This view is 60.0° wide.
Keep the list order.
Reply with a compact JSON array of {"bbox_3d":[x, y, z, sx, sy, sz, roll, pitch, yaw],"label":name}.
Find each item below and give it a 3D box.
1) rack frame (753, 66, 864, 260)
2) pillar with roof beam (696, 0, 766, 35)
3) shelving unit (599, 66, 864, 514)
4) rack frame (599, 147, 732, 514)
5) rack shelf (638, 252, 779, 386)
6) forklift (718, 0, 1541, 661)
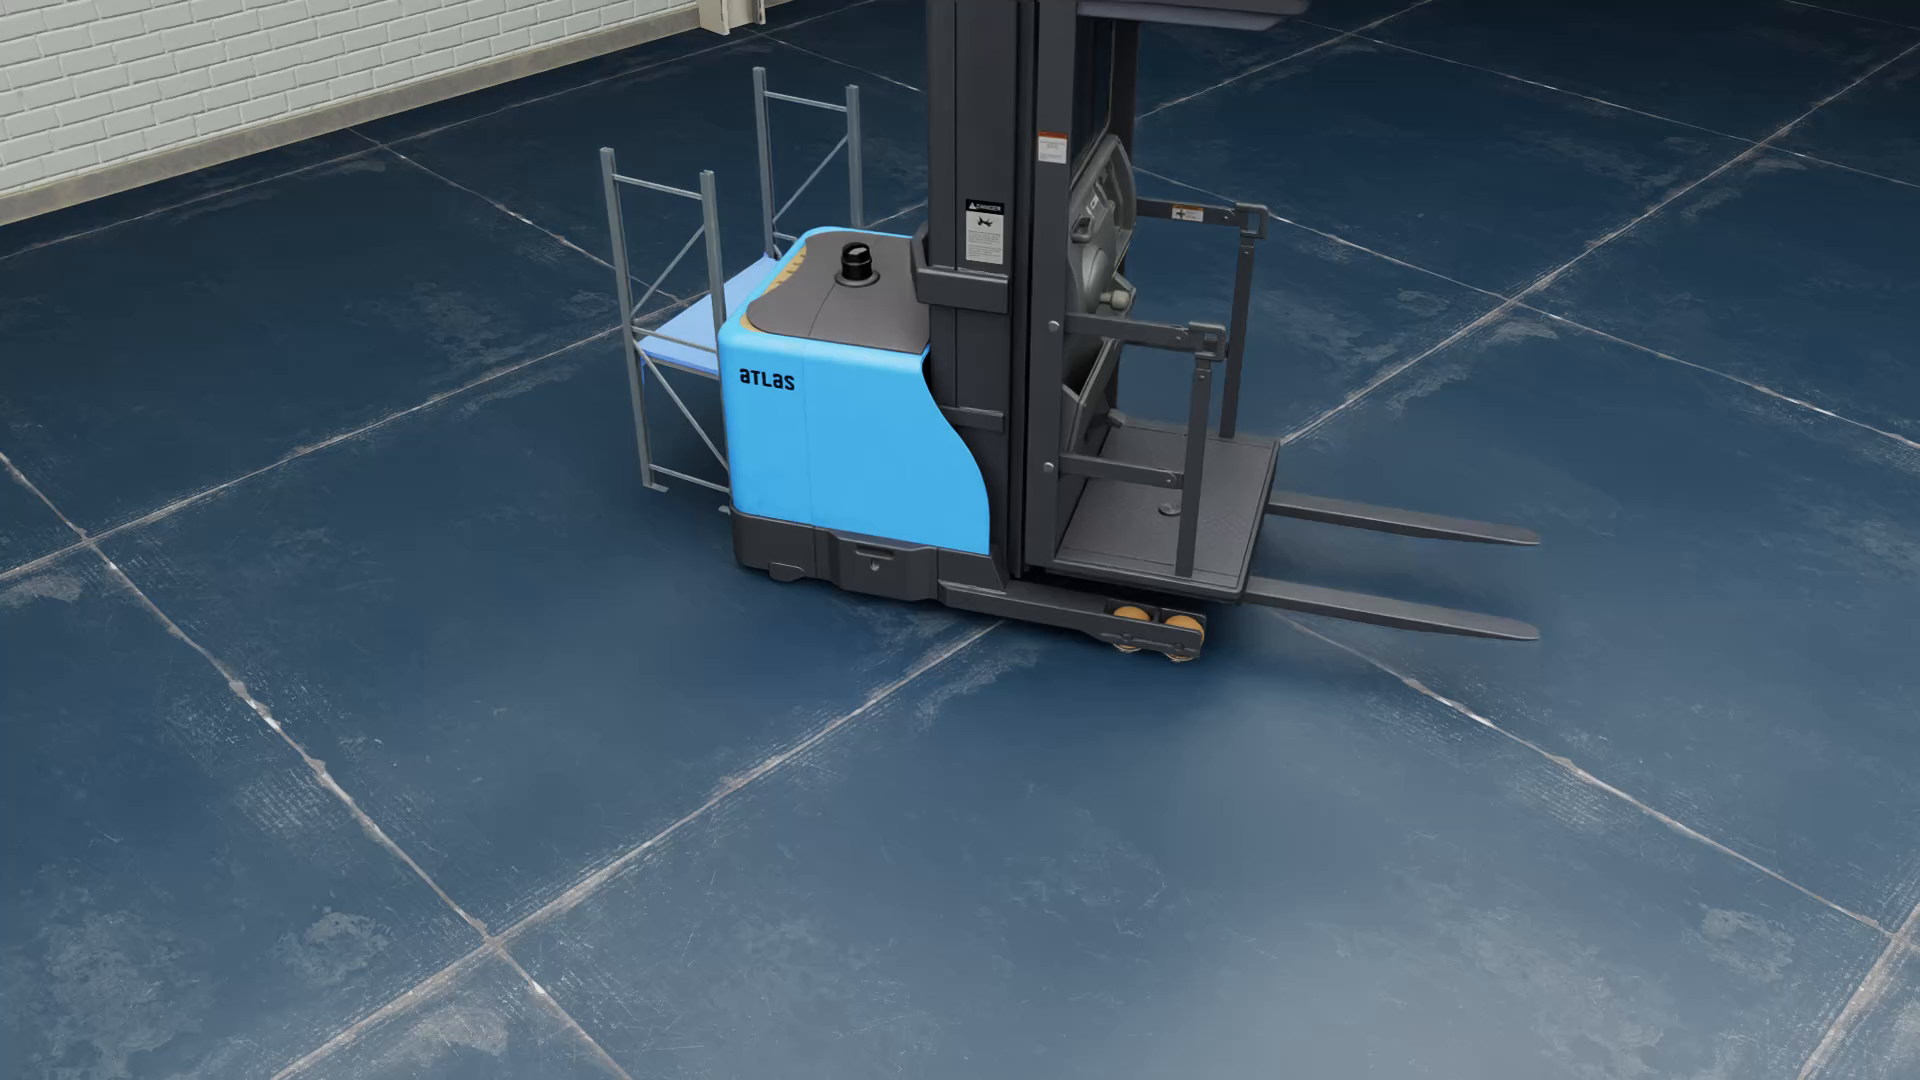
[{"bbox_3d":[-0.640,-1.297,7.298,0.500,1.500,0.032,17,38,23],"label":"rack frame"},{"bbox_3d":[1.389,-5.725,7.093,9.100,9.000,0.400,30,45,35],"label":"pillar with roof beam"},{"bbox_3d":[-0.881,-1.041,6.931,0.538,1.500,1.048,17,38,23],"label":"shelving unit"},{"bbox_3d":[-1.123,-0.785,6.564,0.500,1.500,0.032,17,38,23],"label":"rack frame"},{"bbox_3d":[-0.881,-0.893,7.034,0.538,0.185,1.000,17,38,23],"label":"rack shelf"},{"bbox_3d":[0.684,-1.098,5.762,3.031,2.935,1.130,10,36,13],"label":"forklift"}]
